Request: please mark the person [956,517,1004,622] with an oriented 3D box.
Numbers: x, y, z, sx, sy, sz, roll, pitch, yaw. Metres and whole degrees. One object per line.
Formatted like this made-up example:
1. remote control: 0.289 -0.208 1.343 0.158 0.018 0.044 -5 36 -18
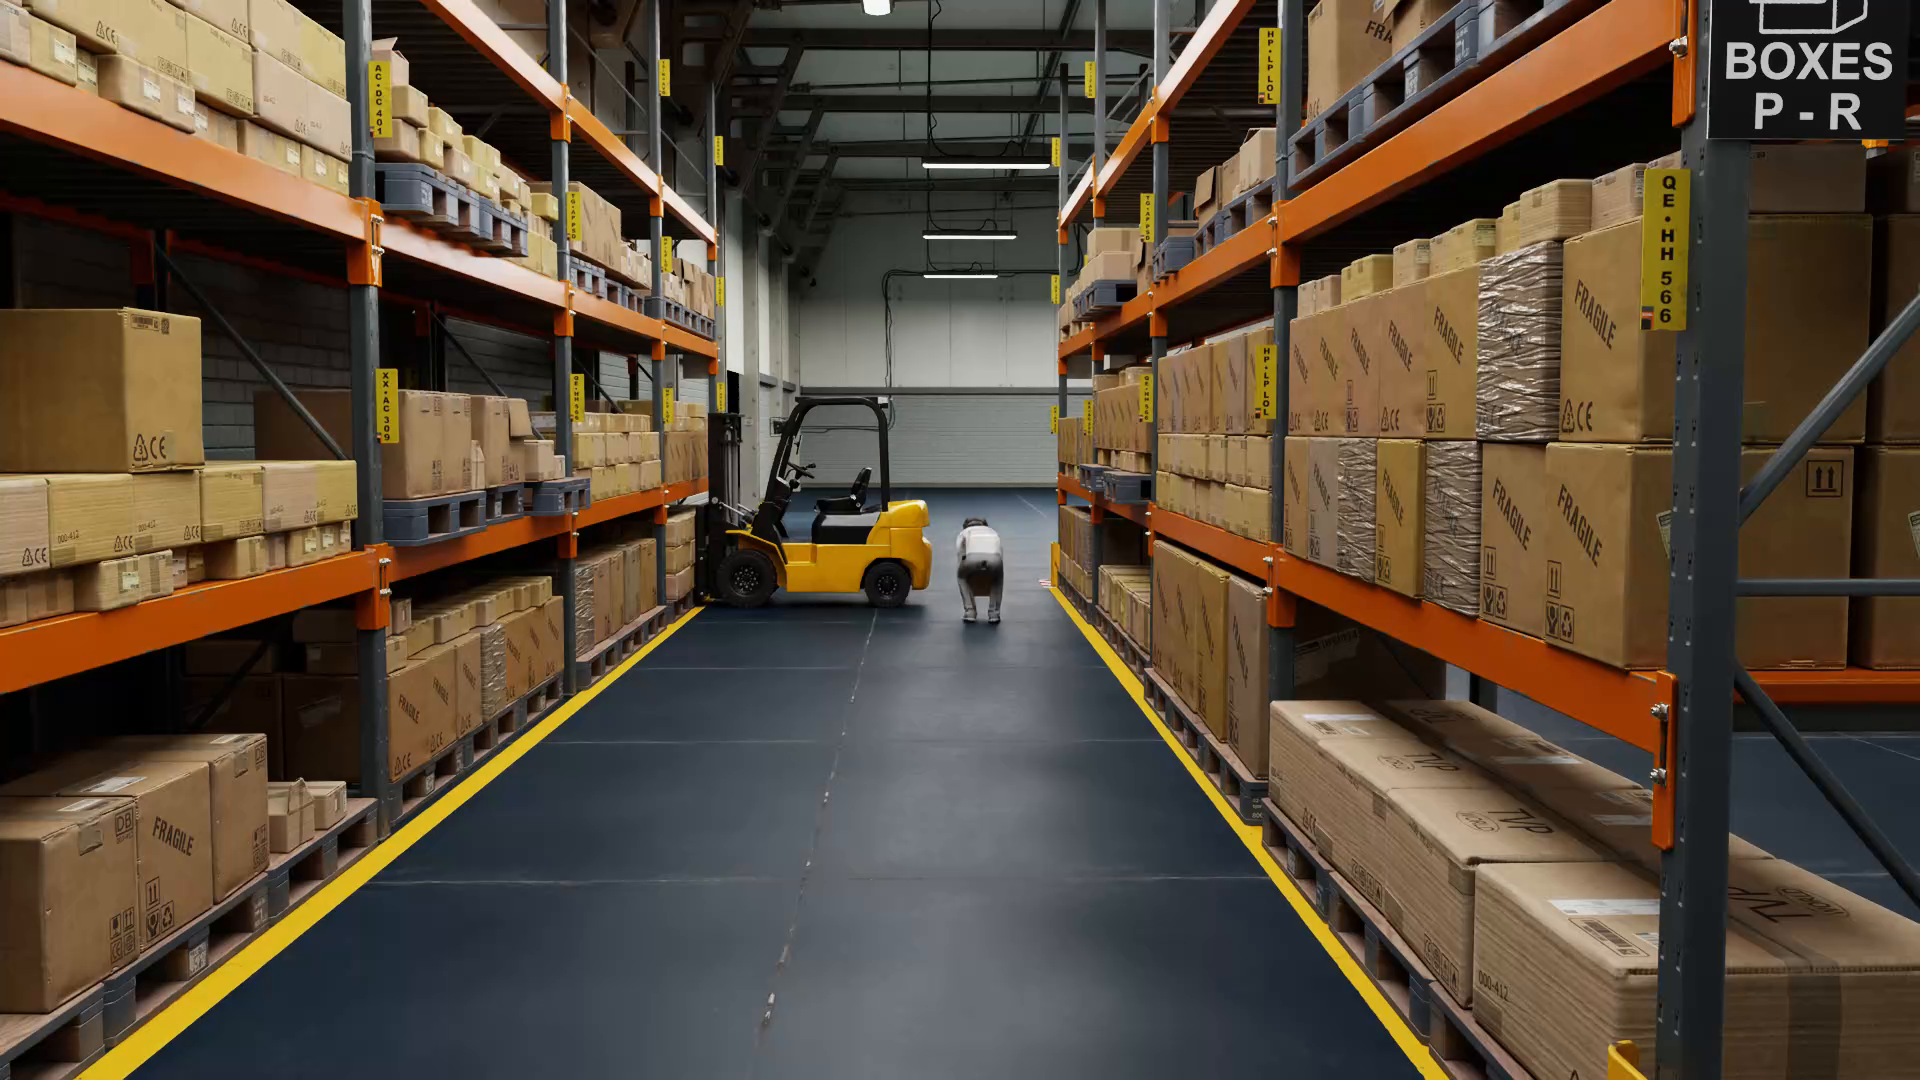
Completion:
1. person: 0.195 0.282 15.943 0.456 0.979 0.912 0 4 -4
